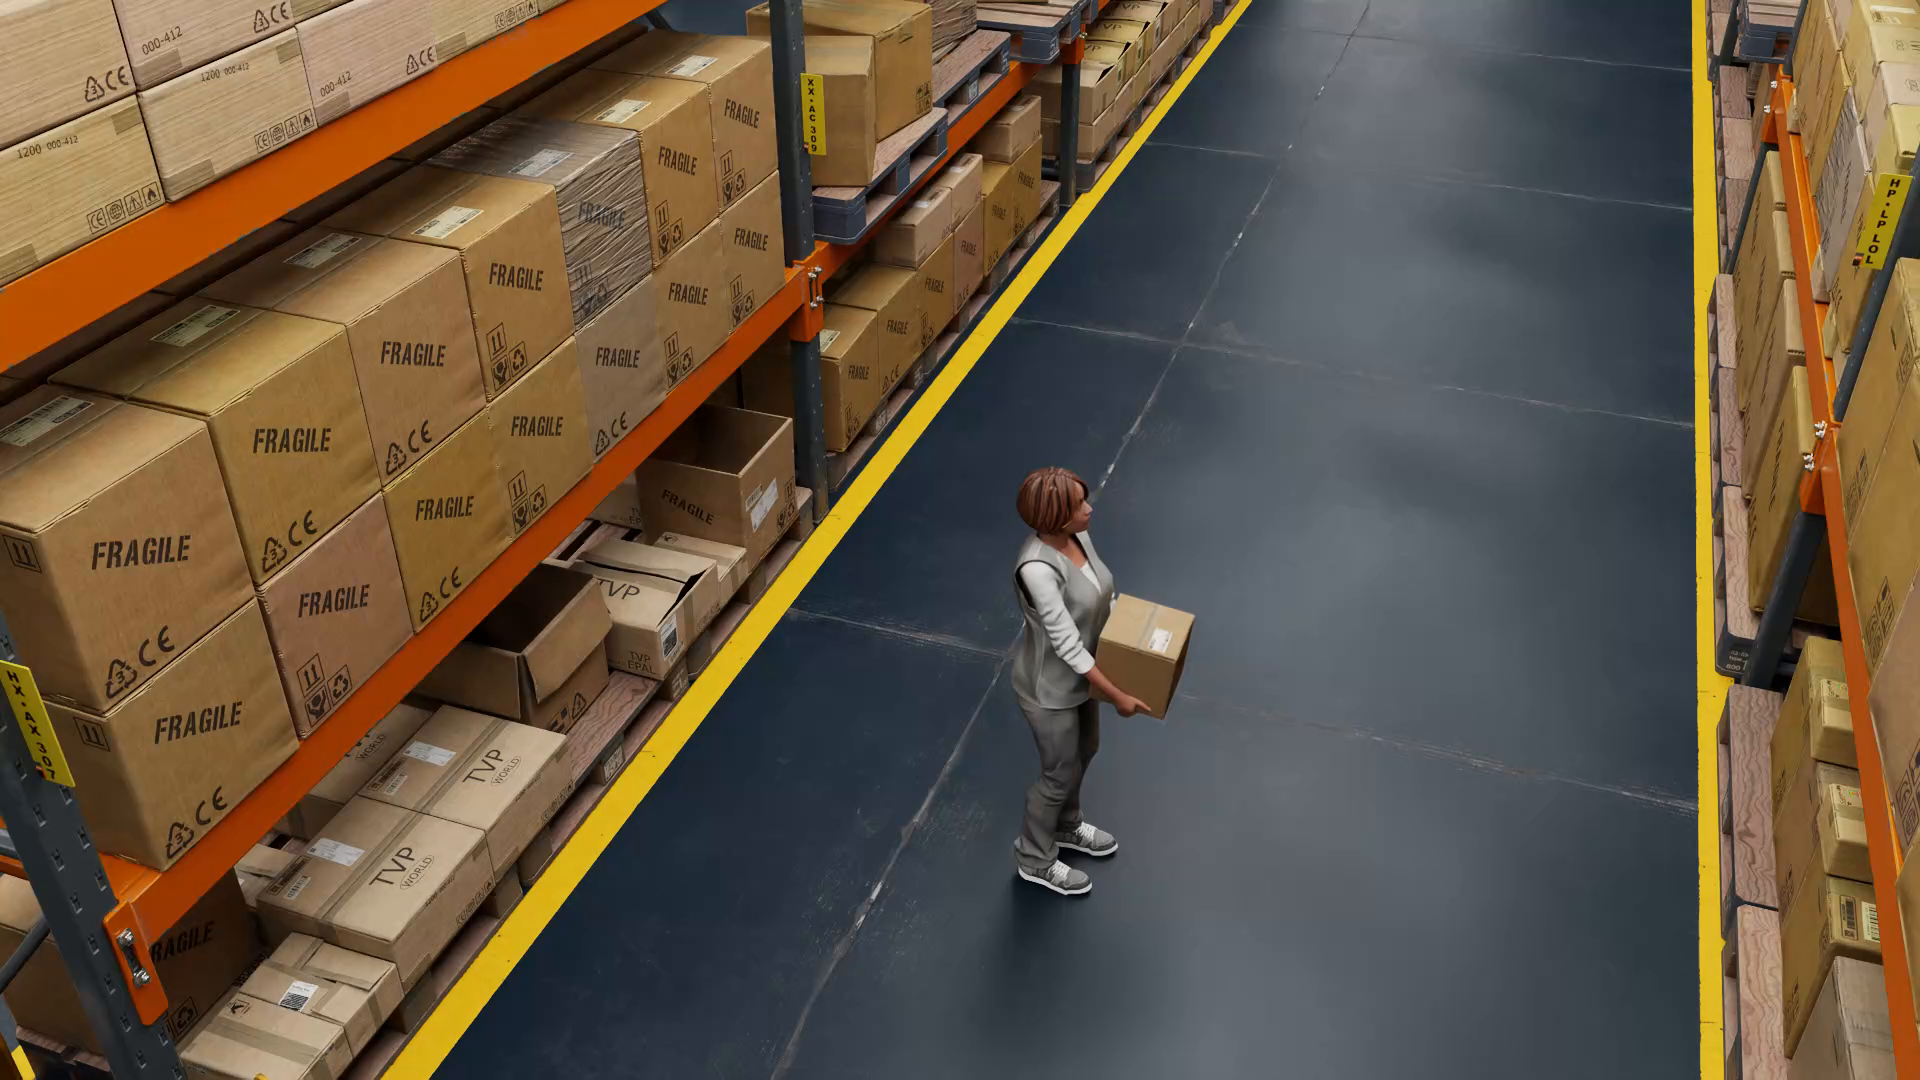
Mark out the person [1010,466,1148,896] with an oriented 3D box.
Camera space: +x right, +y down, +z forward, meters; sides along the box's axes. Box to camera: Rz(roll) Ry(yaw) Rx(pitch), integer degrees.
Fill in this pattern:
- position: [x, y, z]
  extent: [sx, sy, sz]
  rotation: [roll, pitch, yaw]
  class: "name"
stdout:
- position: [0.408, 0.480, 5.440]
  extent: [0.485, 1.584, 0.431]
  rotation: [11, 35, 16]
  class: "person"
